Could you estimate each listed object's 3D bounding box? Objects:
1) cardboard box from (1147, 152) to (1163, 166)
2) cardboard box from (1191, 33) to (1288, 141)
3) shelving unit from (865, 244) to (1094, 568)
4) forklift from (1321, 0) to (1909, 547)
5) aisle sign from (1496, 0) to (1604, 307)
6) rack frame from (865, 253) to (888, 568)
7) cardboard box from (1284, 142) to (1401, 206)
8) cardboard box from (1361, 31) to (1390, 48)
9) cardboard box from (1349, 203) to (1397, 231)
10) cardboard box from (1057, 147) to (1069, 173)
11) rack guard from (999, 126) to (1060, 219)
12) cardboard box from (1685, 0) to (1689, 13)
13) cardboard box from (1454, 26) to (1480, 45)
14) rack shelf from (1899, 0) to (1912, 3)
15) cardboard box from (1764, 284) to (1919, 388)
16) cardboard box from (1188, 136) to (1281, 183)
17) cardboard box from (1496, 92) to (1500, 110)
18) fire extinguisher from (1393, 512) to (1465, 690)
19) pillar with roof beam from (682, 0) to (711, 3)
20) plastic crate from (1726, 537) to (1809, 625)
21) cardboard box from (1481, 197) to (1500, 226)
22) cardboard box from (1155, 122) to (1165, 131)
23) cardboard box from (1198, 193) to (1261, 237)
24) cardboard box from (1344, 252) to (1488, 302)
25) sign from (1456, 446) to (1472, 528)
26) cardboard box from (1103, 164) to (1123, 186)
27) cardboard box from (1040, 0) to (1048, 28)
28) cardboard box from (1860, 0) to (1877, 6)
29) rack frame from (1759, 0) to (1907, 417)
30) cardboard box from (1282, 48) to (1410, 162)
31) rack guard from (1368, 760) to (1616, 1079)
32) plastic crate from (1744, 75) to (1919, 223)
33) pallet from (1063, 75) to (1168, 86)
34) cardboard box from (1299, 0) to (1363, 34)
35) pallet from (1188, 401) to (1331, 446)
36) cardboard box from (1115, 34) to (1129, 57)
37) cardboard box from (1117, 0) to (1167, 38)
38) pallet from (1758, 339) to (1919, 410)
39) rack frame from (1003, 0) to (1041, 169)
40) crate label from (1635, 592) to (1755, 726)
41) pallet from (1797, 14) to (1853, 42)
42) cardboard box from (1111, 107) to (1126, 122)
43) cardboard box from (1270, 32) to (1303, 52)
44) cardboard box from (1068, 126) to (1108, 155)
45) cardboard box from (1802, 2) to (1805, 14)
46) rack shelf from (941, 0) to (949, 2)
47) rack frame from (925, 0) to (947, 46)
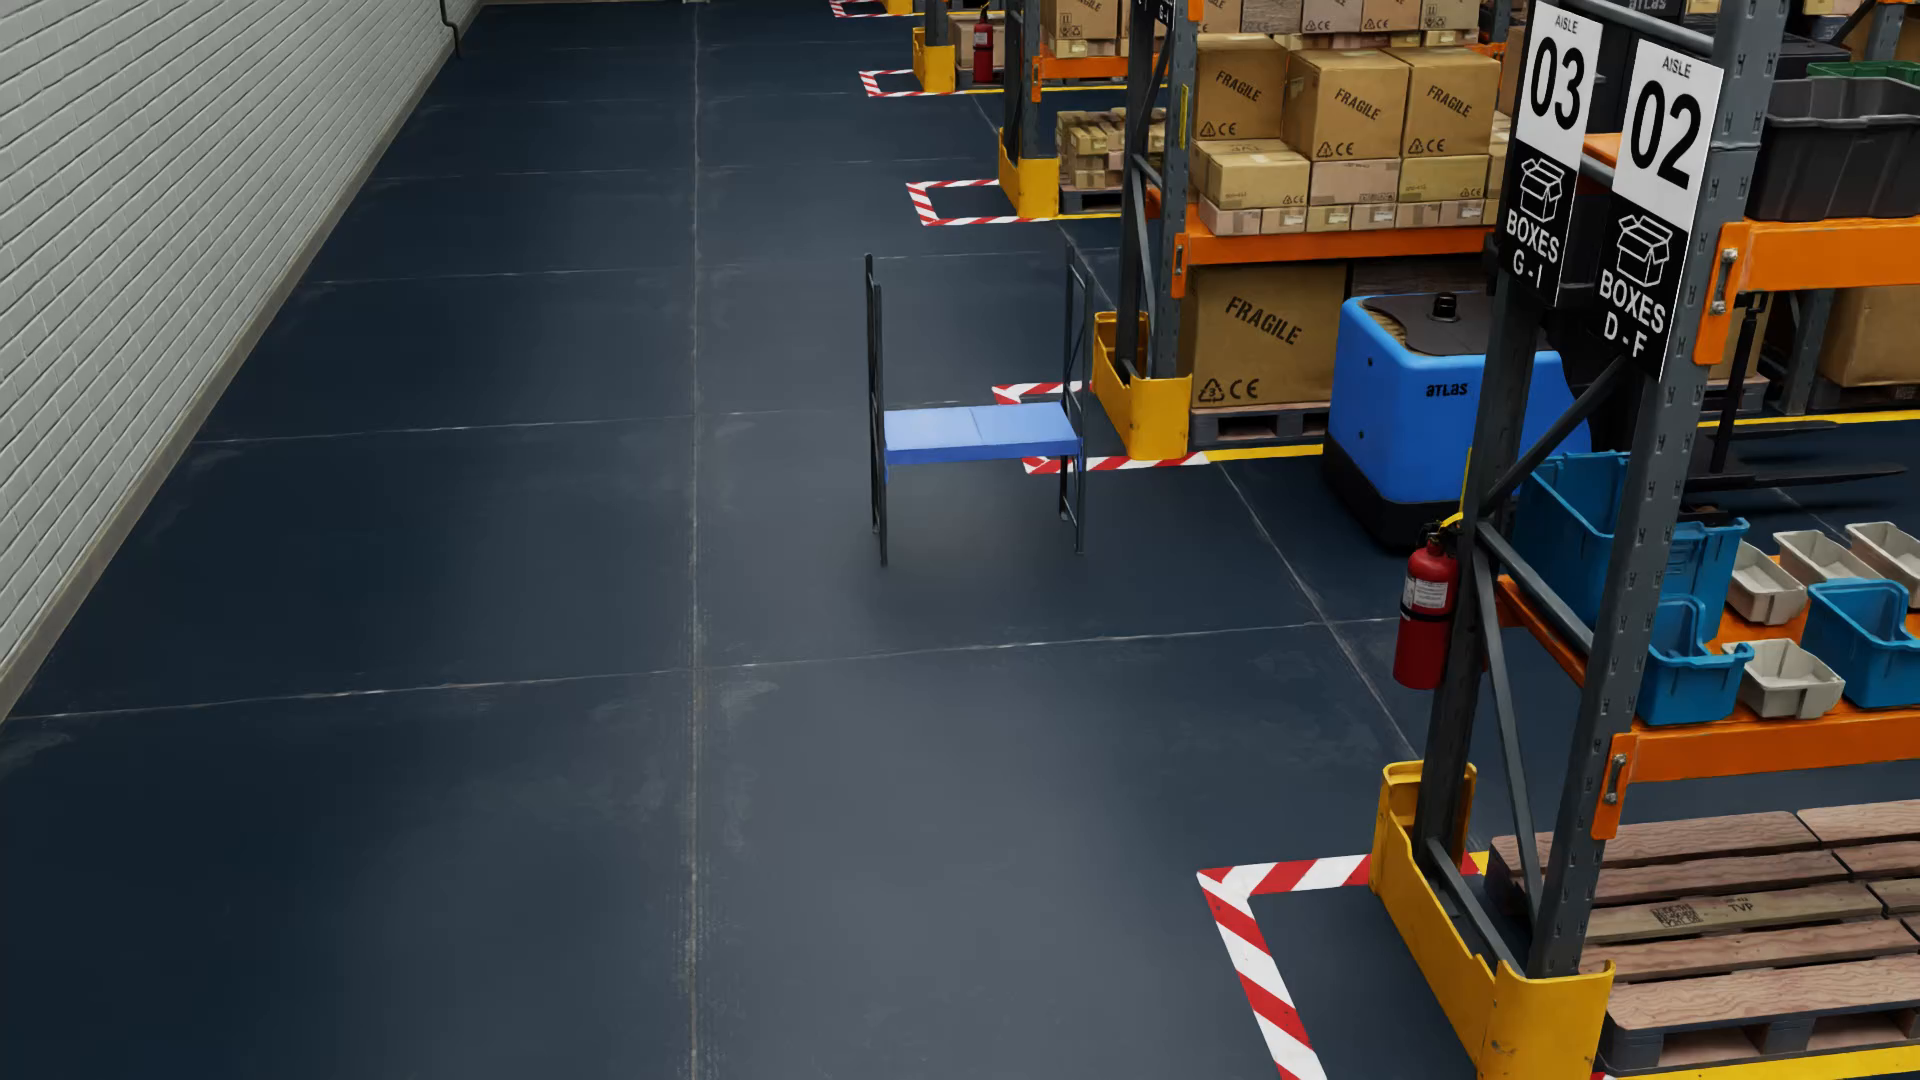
[{"bbox_3d":[1.580,-3.329,14.290,0.250,0.149,0.380,-3,27,-6],"label":"cardboard box"},{"bbox_3d":[1.553,-2.614,9.576,0.500,0.500,0.500,-3,27,-6],"label":"cardboard box"},{"bbox_3d":[0.084,-0.673,8.418,1.048,1.500,0.538,-4,27,-7],"label":"shelving unit"},{"bbox_3d":[3.594,-1.539,8.539,3.031,2.935,1.130,-4,27,-7],"label":"forklift"},{"bbox_3d":[1.685,-1.111,4.781,0.004,0.787,0.394,-4,27,-7],"label":"aisle sign"},{"bbox_3d":[-0.419,-0.640,8.355,0.032,1.500,0.500,-4,27,-7],"label":"rack frame"},{"bbox_3d":[2.134,-2.075,9.347,0.500,0.250,0.500,-4,27,-8],"label":"cardboard box"},{"bbox_3d":[3.449,-4.292,14.103,0.250,0.149,0.380,-4,27,-9],"label":"cardboard box"},{"bbox_3d":[2.270,-1.877,9.398,0.250,0.149,0.380,-4,27,-8],"label":"cardboard box"},{"bbox_3d":[1.008,-3.360,14.676,0.250,0.149,0.380,-3,27,-6],"label":"cardboard box"},{"bbox_3d":[0.591,-3.207,14.452,0.348,0.500,1.175,-4,27,-7],"label":"rack guard"},{"bbox_3d":[5.954,-4.527,14.102,0.250,0.149,0.380,-5,28,-9],"label":"cardboard box"},{"bbox_3d":[4.227,-4.333,14.183,0.250,0.149,0.380,-4,27,-8],"label":"cardboard box"},{"bbox_3d":[7.049,-3.461,9.712,4.000,0.370,1.077,-4,27,-7],"label":"rack shelf"},{"bbox_3d":[5.699,-1.611,10.471,0.875,0.875,1.225,-4,27,-7],"label":"cardboard box"},{"bbox_3d":[1.550,-2.282,9.749,0.500,0.250,0.500,-4,27,-8],"label":"cardboard box"},{"bbox_3d":[5.175,-3.804,15.156,0.500,0.500,0.500,-4,27,-8],"label":"cardboard box"},{"bbox_3d":[1.584,0.178,5.610,0.183,0.674,0.296,-4,27,-7],"label":"fire extinguisher"},{"bbox_3d":[-3.165,-9.748,17.891,0.400,9.000,9.100,-4,27,-7],"label":"pillar with roof beam"},{"bbox_3d":[2.579,0.131,5.433,0.243,0.136,0.396,-4,27,-7],"label":"plastic crate"},{"bbox_3d":[3.028,-1.925,9.492,0.250,0.149,0.380,-4,27,-8],"label":"cardboard box"},{"bbox_3d":[1.840,-3.460,14.219,0.250,0.149,0.380,-5,28,-10],"label":"cardboard box"},{"bbox_3d":[1.505,-1.827,9.300,0.250,0.149,0.380,-3,27,-7],"label":"cardboard box"},{"bbox_3d":[2.631,-1.442,10.141,0.875,0.875,0.875,-4,27,-7],"label":"cardboard box"},{"bbox_3d":[1.704,-0.146,5.571,0.005,0.325,0.100,-4,27,-7],"label":"sign"},{"bbox_3d":[1.327,-3.175,14.314,0.250,0.149,0.380,-4,27,-7],"label":"cardboard box"},{"bbox_3d":[0.925,-4.636,14.063,0.500,0.500,0.500,-3,27,-6],"label":"cardboard box"},{"bbox_3d":[7.768,-4.644,14.330,0.250,0.149,0.380,-4,27,-7],"label":"cardboard box"},{"bbox_3d":[5.068,-2.320,9.985,0.127,3.000,1.000,-4,27,-7],"label":"rack frame"},{"bbox_3d":[2.115,-2.405,9.168,0.500,0.500,0.500,-4,27,-8],"label":"cardboard box"},{"bbox_3d":[1.775,1.293,5.682,0.348,0.500,1.175,-4,27,-7],"label":"rack guard"},{"bbox_3d":[2.217,-1.001,4.273,0.590,0.269,0.497,-4,27,-7],"label":"plastic crate"},{"bbox_3d":[1.713,-5.467,19.173,1.213,0.211,1.003,-4,27,-7],"label":"pallet"},{"bbox_3d":[3.030,-4.523,13.844,0.500,0.500,0.500,-4,27,-7],"label":"cardboard box"},{"bbox_3d":[1.888,-0.911,10.294,1.213,0.211,1.003,-4,27,-7],"label":"pallet"},{"bbox_3d":[1.403,-4.102,13.735,0.250,0.149,0.380,-4,27,-9],"label":"cardboard box"},{"bbox_3d":[1.526,-4.440,13.682,0.500,0.500,0.500,-4,27,-7],"label":"cardboard box"},{"bbox_3d":[5.822,-1.162,10.784,1.213,0.211,1.003,-4,27,-7],"label":"pallet"},{"bbox_3d":[0.516,-4.314,13.872,0.127,3.000,1.000,-4,27,-7],"label":"rack frame"},{"bbox_3d":[2.087,0.355,4.891,0.303,0.233,0.416,-4,27,-7],"label":"crate label"},{"bbox_3d":[7.747,-4.644,14.725,1.003,0.211,1.213,-4,27,-7],"label":"pallet"},{"bbox_3d":[1.501,-3.709,14.704,0.250,0.149,0.380,-4,27,-8],"label":"cardboard box"},{"bbox_3d":[2.689,-4.201,13.926,0.250,0.149,0.380,-3,27,-6],"label":"cardboard box"},{"bbox_3d":[1.082,-3.377,14.056,0.250,0.149,0.380,-5,28,-9],"label":"cardboard box"},{"bbox_3d":[6.999,-4.595,14.235,0.250,0.149,0.380,-5,28,-9],"label":"cardboard box"},{"bbox_3d":[1.707,-6.352,18.632,4.000,0.370,1.077,-4,27,-7],"label":"rack shelf"},{"bbox_3d":[-0.274,-6.545,18.220,0.127,3.000,1.000,-4,27,-7],"label":"rack frame"}]
